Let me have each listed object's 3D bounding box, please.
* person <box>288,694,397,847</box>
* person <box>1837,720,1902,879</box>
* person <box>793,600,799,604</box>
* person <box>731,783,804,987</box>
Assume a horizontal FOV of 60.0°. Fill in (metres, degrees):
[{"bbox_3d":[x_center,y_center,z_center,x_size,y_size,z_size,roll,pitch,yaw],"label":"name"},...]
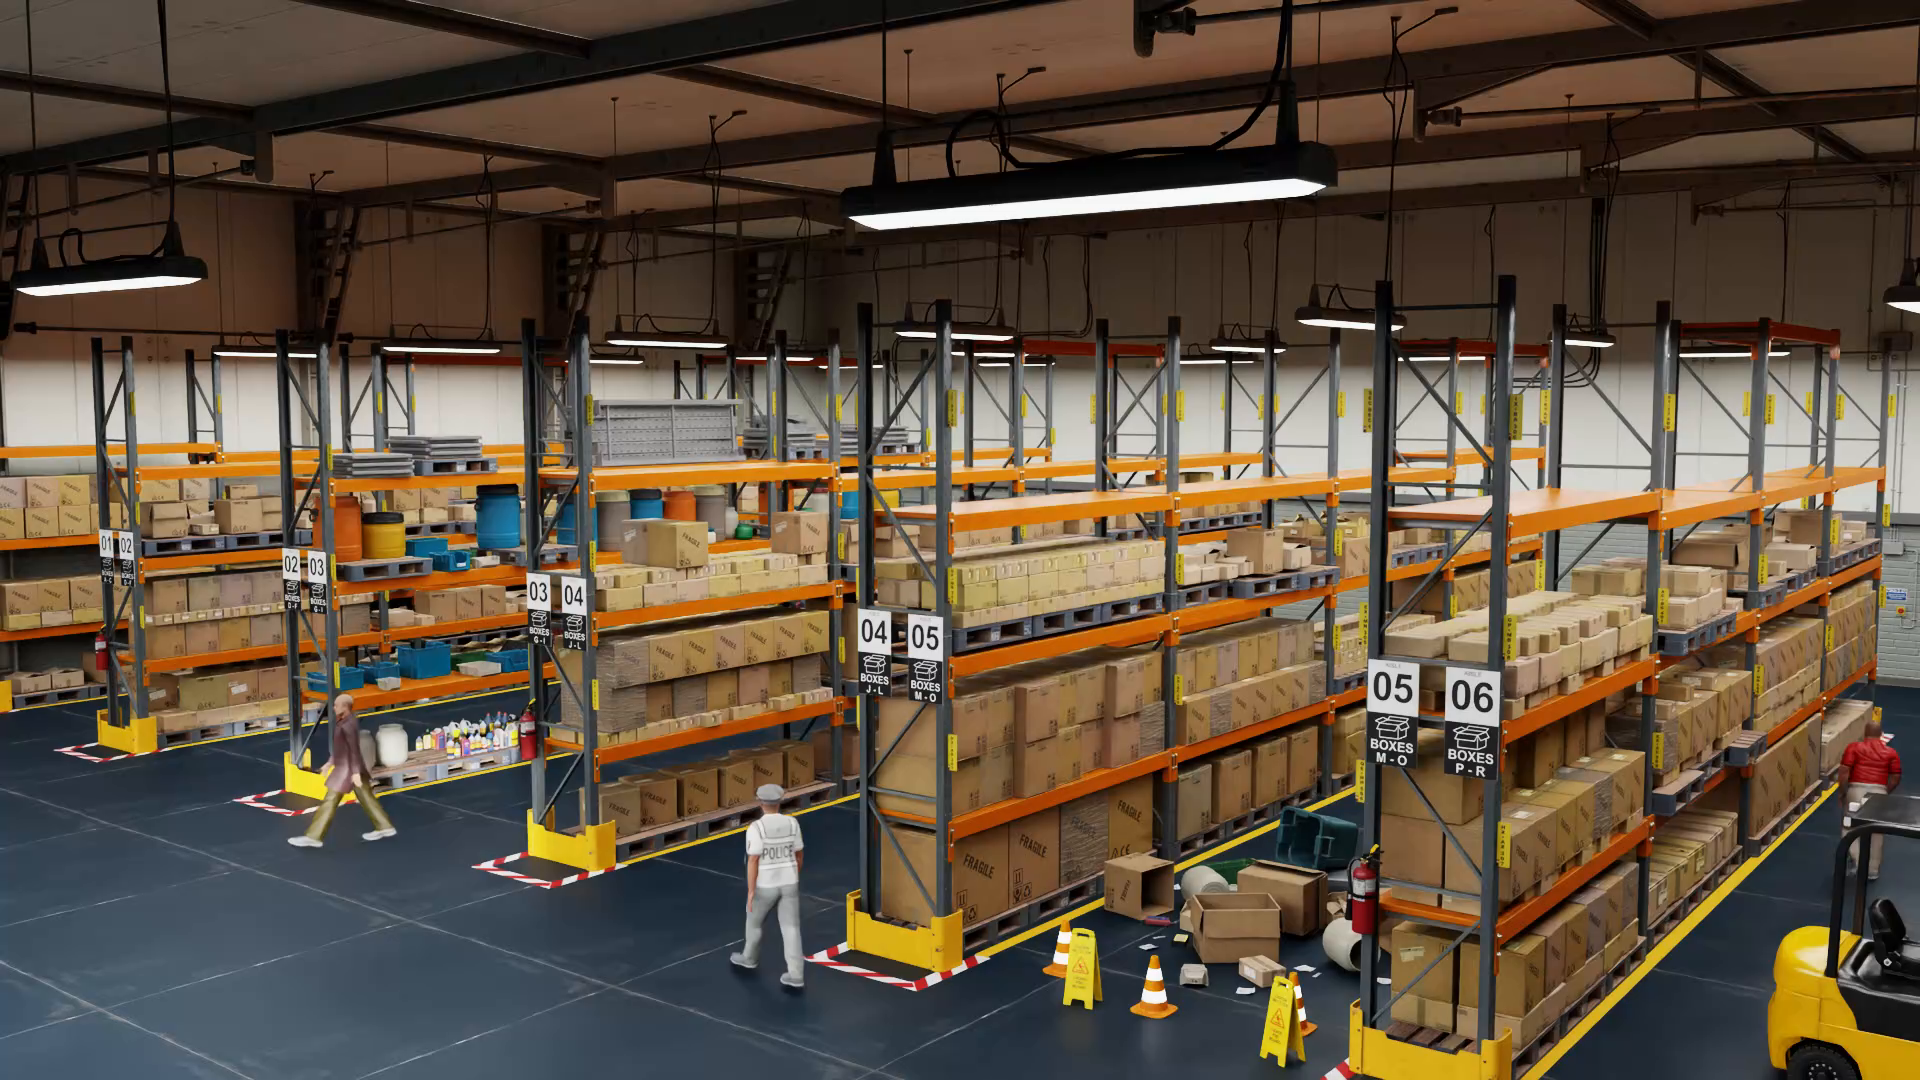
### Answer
[{"bbox_3d":[-7.085,2.623,19.077,1.128,1.724,0.594,-1,5,-11],"label":"person"},{"bbox_3d":[9.707,2.789,17.756,0.610,1.678,0.711,2,5,23],"label":"person"},{"bbox_3d":[-4.042,0.919,39.261,0.698,1.665,0.666,-5,7,-42],"label":"person"},{"bbox_3d":[-1.671,3.007,14.702,0.594,1.702,1.022,-3,6,-30],"label":"person"}]
